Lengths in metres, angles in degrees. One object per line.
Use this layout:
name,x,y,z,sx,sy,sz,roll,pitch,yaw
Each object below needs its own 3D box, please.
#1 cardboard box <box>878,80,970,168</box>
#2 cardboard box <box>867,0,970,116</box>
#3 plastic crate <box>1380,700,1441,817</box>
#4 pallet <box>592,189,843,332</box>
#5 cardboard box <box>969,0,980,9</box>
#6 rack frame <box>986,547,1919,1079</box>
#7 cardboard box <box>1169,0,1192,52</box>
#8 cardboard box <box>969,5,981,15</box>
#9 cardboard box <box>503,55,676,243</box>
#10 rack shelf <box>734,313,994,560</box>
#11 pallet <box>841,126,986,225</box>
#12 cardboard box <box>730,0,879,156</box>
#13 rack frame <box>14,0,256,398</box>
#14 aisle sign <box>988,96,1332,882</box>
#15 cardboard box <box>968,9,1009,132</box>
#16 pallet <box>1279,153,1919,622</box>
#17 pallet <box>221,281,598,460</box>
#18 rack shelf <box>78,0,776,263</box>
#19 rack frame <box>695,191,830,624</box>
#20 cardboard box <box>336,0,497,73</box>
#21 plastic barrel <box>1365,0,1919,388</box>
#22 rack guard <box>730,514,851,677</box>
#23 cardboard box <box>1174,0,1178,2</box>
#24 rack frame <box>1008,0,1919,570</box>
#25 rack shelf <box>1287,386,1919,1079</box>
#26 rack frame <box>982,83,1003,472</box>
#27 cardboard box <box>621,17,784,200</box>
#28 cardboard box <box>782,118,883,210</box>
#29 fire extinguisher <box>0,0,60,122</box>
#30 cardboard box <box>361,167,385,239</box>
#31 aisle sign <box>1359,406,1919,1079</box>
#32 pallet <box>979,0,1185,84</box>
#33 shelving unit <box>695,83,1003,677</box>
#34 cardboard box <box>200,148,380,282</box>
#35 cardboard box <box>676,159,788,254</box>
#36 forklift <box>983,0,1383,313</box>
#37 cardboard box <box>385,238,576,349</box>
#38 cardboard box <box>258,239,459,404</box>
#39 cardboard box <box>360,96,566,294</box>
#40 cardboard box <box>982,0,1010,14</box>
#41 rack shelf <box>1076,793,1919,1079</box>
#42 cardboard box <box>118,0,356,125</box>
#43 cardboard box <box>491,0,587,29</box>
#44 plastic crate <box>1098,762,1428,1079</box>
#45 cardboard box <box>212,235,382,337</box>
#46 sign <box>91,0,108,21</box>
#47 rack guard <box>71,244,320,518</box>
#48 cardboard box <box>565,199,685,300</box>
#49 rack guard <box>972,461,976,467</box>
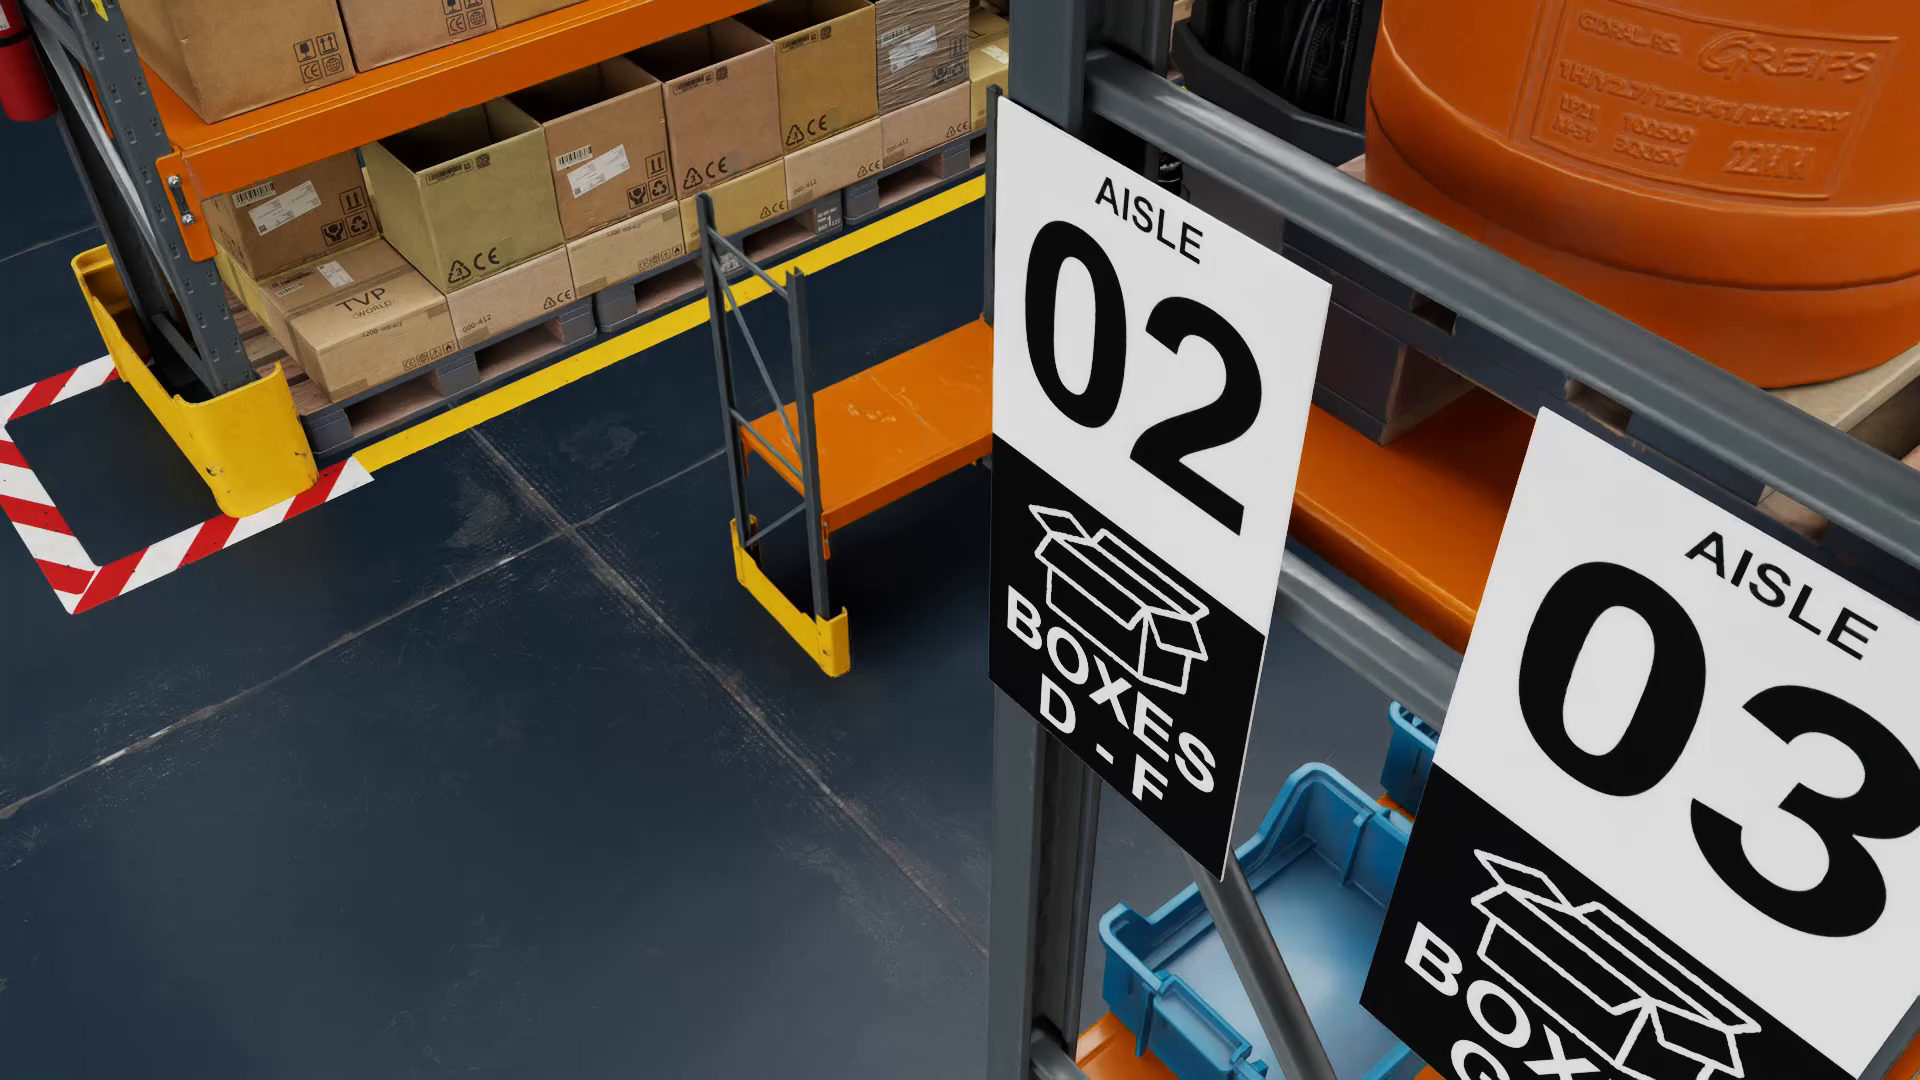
cardboard box,-0.304,-1.920,7.305,0.500,0.250,0.500,-30,51,-28
cardboard box,-0.305,-2.194,7.049,0.500,0.500,0.500,-30,51,-28
plastic crate,1.102,0.453,3.185,0.408,0.251,0.499,-30,51,-28
pallet,-1.272,-1.419,7.107,1.213,0.211,1.003,-30,51,-28
cardboard box,-0.255,-2.687,7.573,0.500,0.500,0.500,-30,51,-28
rack frame,0.408,1.058,2.432,0.127,3.000,1.000,-30,51,-28
cardboard box,0.770,-2.499,7.922,0.500,0.250,0.500,-31,51,-29
cardboard box,-0.249,-2.408,7.825,0.500,0.250,0.500,-30,51,-28
cardboard box,-1.455,-1.535,6.347,0.500,0.500,0.500,-30,51,-28
rack shelf,-0.162,-0.353,5.293,1.000,0.185,0.538,-28,50,-26
pallet,-0.336,-1.958,7.680,1.213,0.211,1.003,-30,51,-28
cardboard box,-0.686,-1.972,6.813,0.500,0.500,0.500,-30,51,-28
rack frame,-2.767,-1.545,5.204,0.127,3.000,1.000,-30,51,-28
aisle sign,0.162,-0.014,1.675,0.004,0.787,0.394,-30,51,-28
cardboard box,0.086,-2.134,7.533,0.500,0.250,0.500,-30,51,-28
pallet,1.106,-0.279,1.802,1.213,0.211,1.003,-30,51,-28
pallet,-2.207,-0.886,6.539,1.213,0.211,1.003,-30,51,-28
rack shelf,-1.233,-2.161,6.385,4.000,0.370,1.077,-30,51,-28
rack frame,-0.566,-0.273,4.945,0.032,1.500,0.500,-28,50,-26
cardboard box,-2.001,-2.013,5.629,0.500,0.500,0.700,-28,50,-27
plastic barrel,0.699,-0.625,1.413,0.708,0.830,0.600,-30,51,-28
rack guard,-0.551,0.174,5.382,0.087,0.250,0.587,-28,50,-26
cardboard box,0.778,-2.708,7.734,0.500,0.311,0.500,-30,51,-28
rack frame,0.408,-1.129,0.379,0.127,3.000,1.000,-30,51,-28
rack shelf,1.942,-0.652,2.587,4.000,0.370,1.077,-30,51,-28
rack frame,0.243,-0.695,5.395,0.032,1.500,0.500,-28,50,-26
cardboard box,-1.061,-1.745,6.571,0.500,0.500,0.500,-30,51,-28
cardboard box,-0.678,-1.692,7.062,0.500,0.250,0.500,-30,51,-28
fire extinguisher,-3.156,-1.709,5.435,0.183,0.674,0.296,-30,51,-28
cardboard box,-2.169,-1.312,6.658,0.500,0.250,0.500,-30,51,-28
aisle sign,0.541,0.296,1.345,0.004,0.787,0.394,-30,51,-28
pallet,0.841,-2.629,8.395,1.213,0.211,1.003,-30,51,-28
shelving unit,-0.155,-0.488,5.174,1.083,1.500,0.587,-28,50,-26
cardboard box,-2.547,-1.361,6.162,0.500,0.500,0.500,-30,51,-28
cardboard box,-1.061,-1.472,6.828,0.500,0.250,0.500,-30,51,-28
forklift,1.576,-1.792,5.517,3.031,2.935,1.130,-25,49,-24
cardboard box,-1.832,-1.036,6.364,0.500,0.250,0.500,-30,51,-28
cardboard box,-2.213,-0.814,6.128,0.500,0.250,0.500,-30,51,-28
cardboard box,-1.831,-1.308,6.106,0.500,0.500,0.500,-30,51,-28
cardboard box,0.433,-2.787,8.228,0.500,0.250,0.500,-30,51,-28
rack shelf,1.942,0.442,3.614,4.000,0.370,1.077,-30,51,-28
cardboard box,-2.401,-1.780,5.381,0.500,0.500,0.700,-30,51,-28
cardboard box,-1.616,-2.228,5.858,0.500,0.500,0.700,-29,51,-28
plastic crate,0.600,0.735,2.885,0.616,0.251,0.499,-30,51,-28
cardboard box,-2.545,-1.086,6.417,0.500,0.250,0.500,-30,51,-28
sign,-2.415,-1.595,4.567,0.005,0.325,0.100,-30,51,-28
rack guard,-2.785,-0.623,6.048,0.348,0.500,1.175,-30,51,-28
cardboard box,-1.448,-1.255,6.597,0.500,0.250,0.500,-30,51,-28
rack guard,0.242,-0.239,5.822,0.087,0.250,0.587,-28,50,-26
